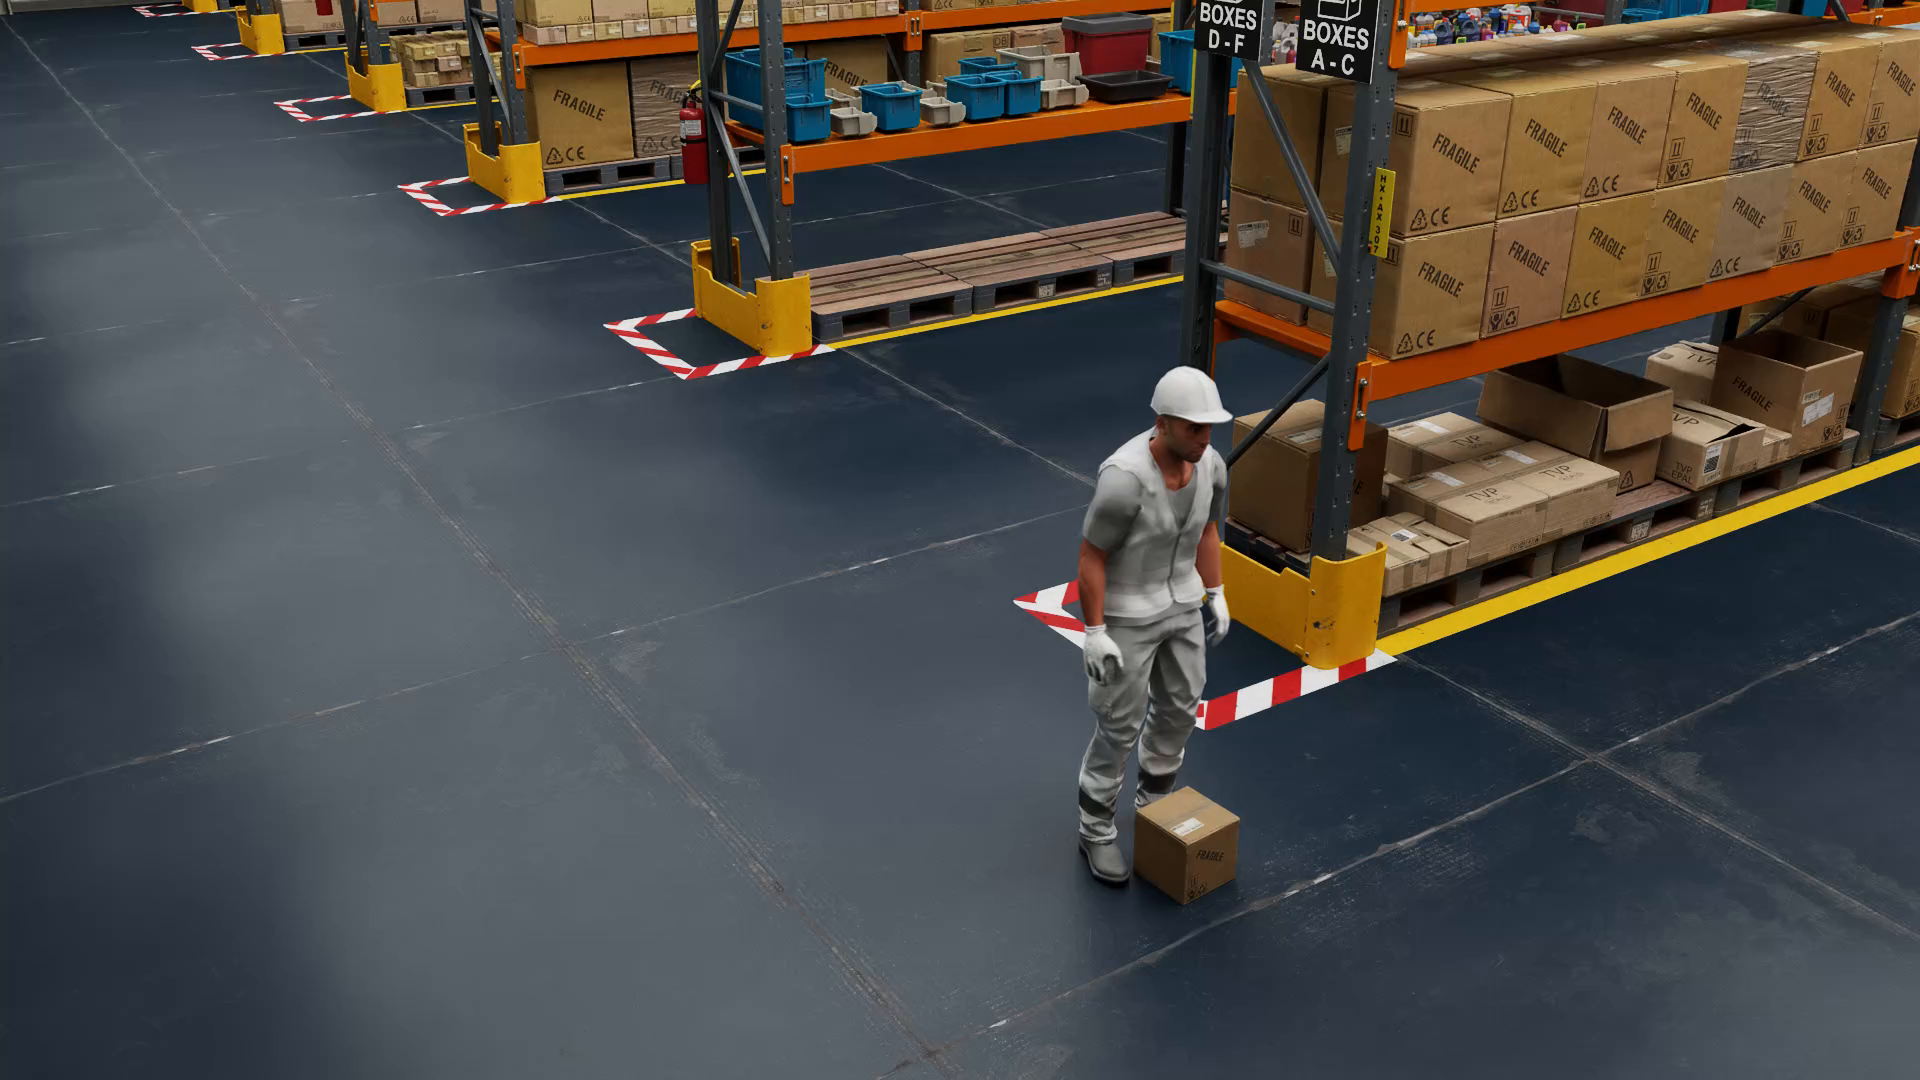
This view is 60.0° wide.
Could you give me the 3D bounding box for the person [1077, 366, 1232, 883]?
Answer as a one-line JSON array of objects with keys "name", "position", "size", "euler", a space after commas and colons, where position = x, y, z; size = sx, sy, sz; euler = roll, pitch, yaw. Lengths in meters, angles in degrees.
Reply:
[{"name": "person", "position": [0.651, 0.266, 5.517], "size": [0.618, 1.779, 0.455], "euler": [-16, 29, -31]}]
